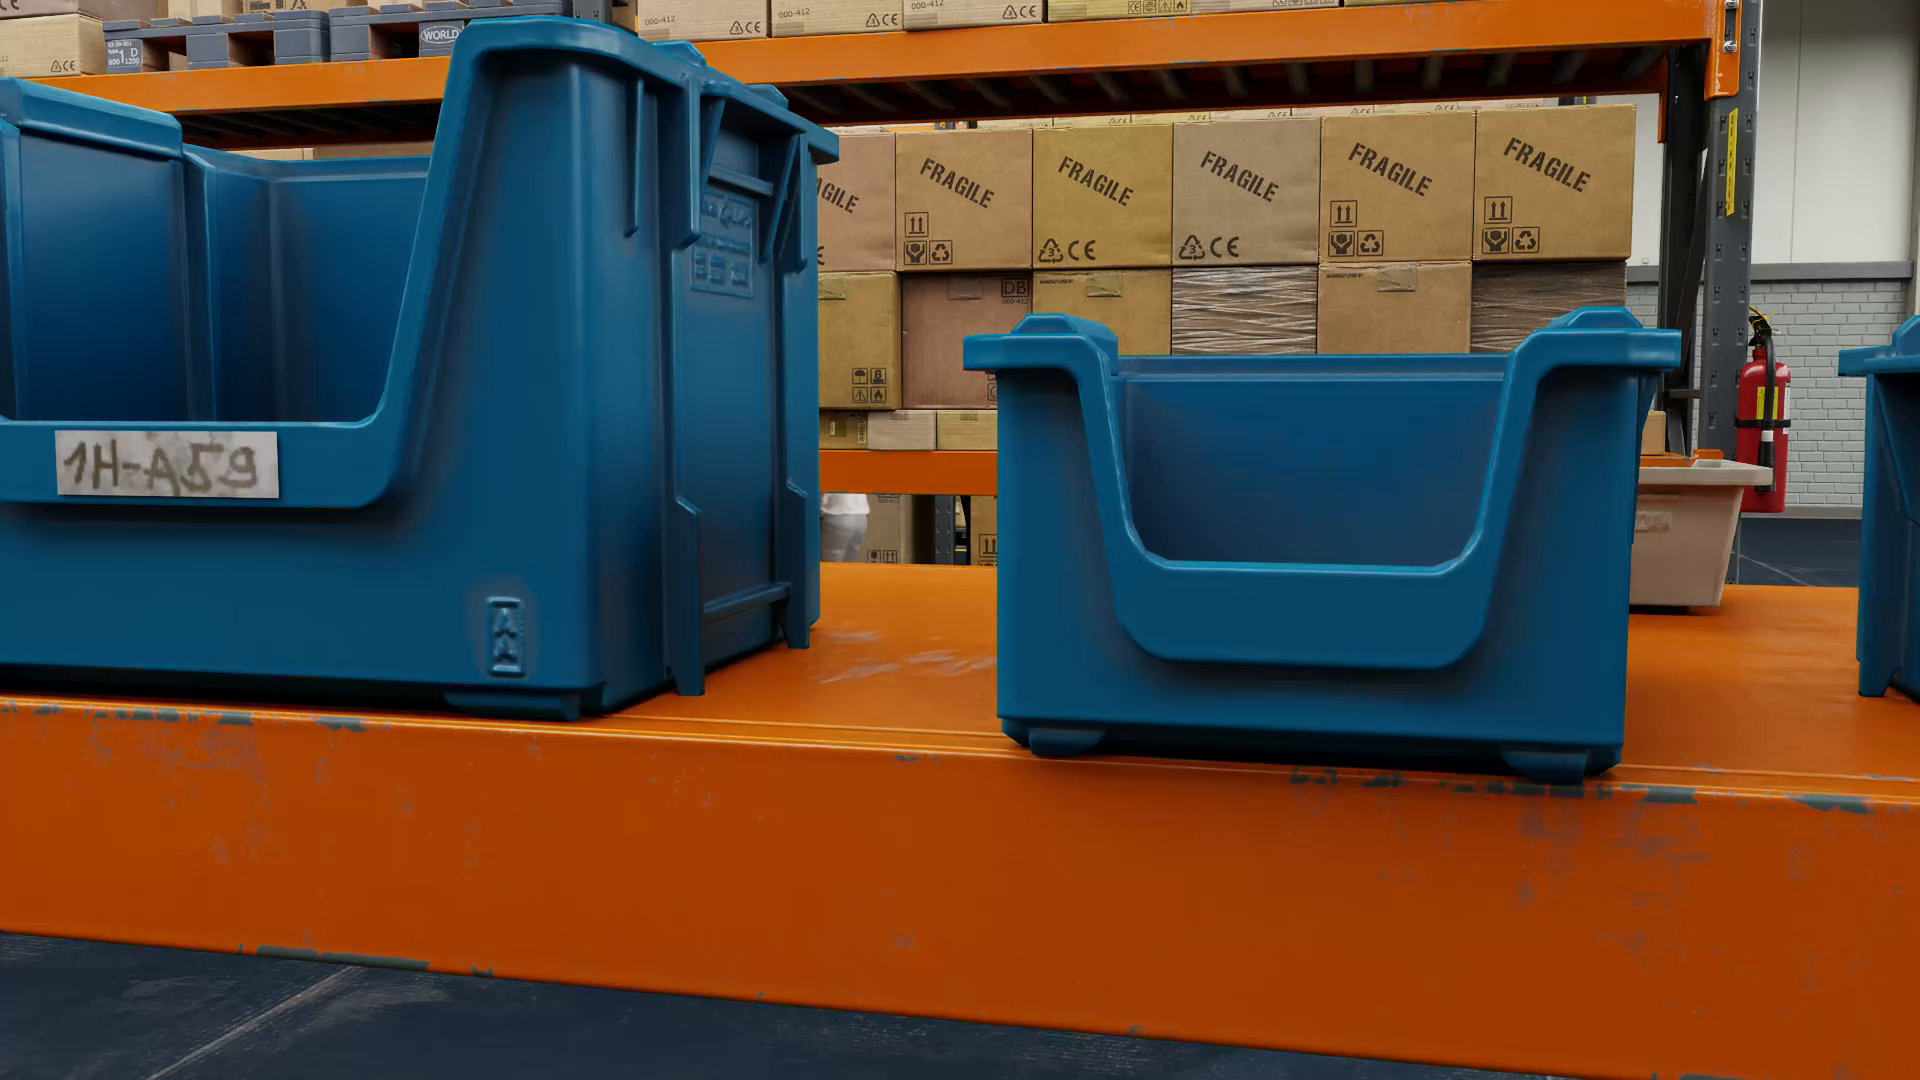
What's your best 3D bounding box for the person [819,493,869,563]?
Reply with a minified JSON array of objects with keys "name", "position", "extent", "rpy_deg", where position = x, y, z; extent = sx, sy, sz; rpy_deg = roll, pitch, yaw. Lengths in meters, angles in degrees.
[{"name":"person","position":[-0.757,-0.078,8.727],"extent":[0.535,1.654,0.452],"rpy_deg":[1,5,14]}]
